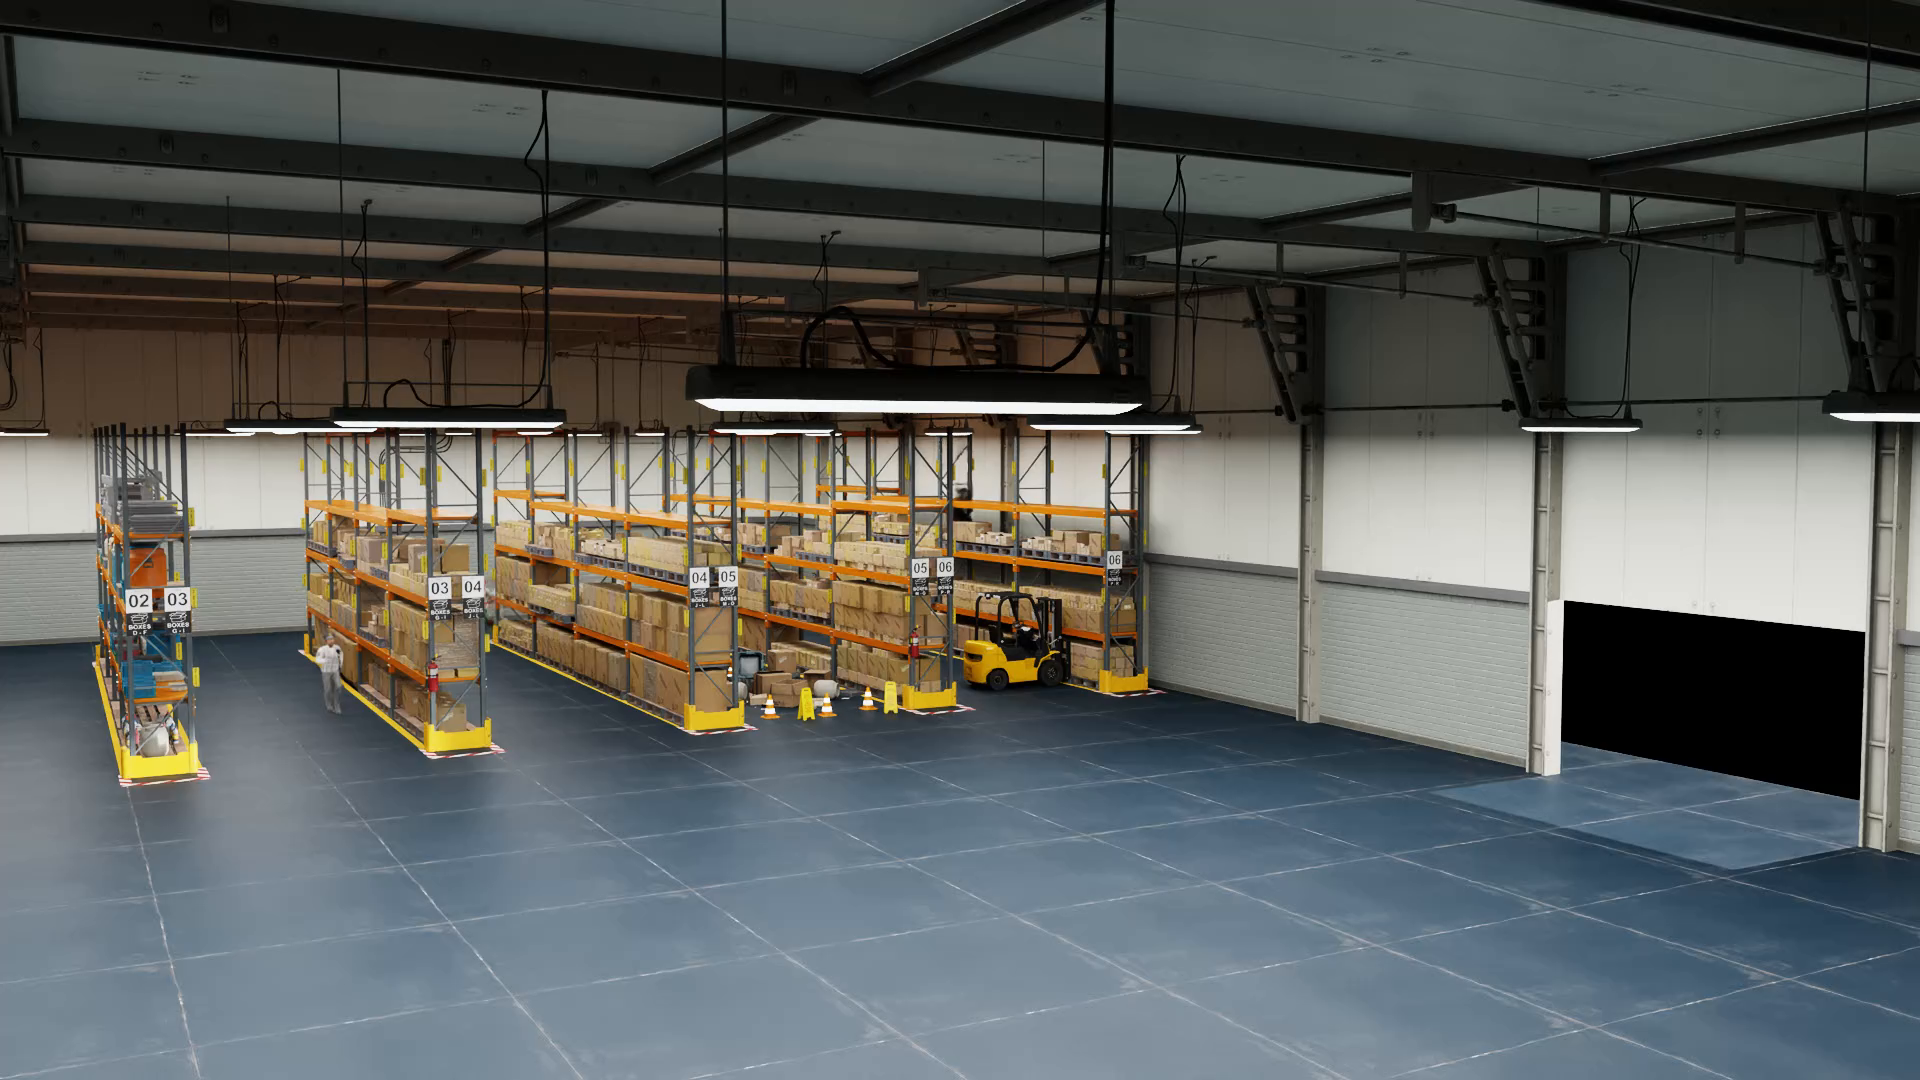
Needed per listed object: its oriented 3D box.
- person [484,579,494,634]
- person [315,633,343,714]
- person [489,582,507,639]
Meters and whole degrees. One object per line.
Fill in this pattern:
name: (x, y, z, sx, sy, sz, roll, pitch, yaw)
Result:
person: (-13.730, 1.952, 47.888, 1.019, 1.720, 0.723, -3, 4, -37)
person: (-13.176, 2.785, 34.776, 0.592, 1.725, 0.767, -2, 4, -30)
person: (-13.323, 1.995, 48.243, 0.574, 1.723, 0.909, 3, 4, 40)
